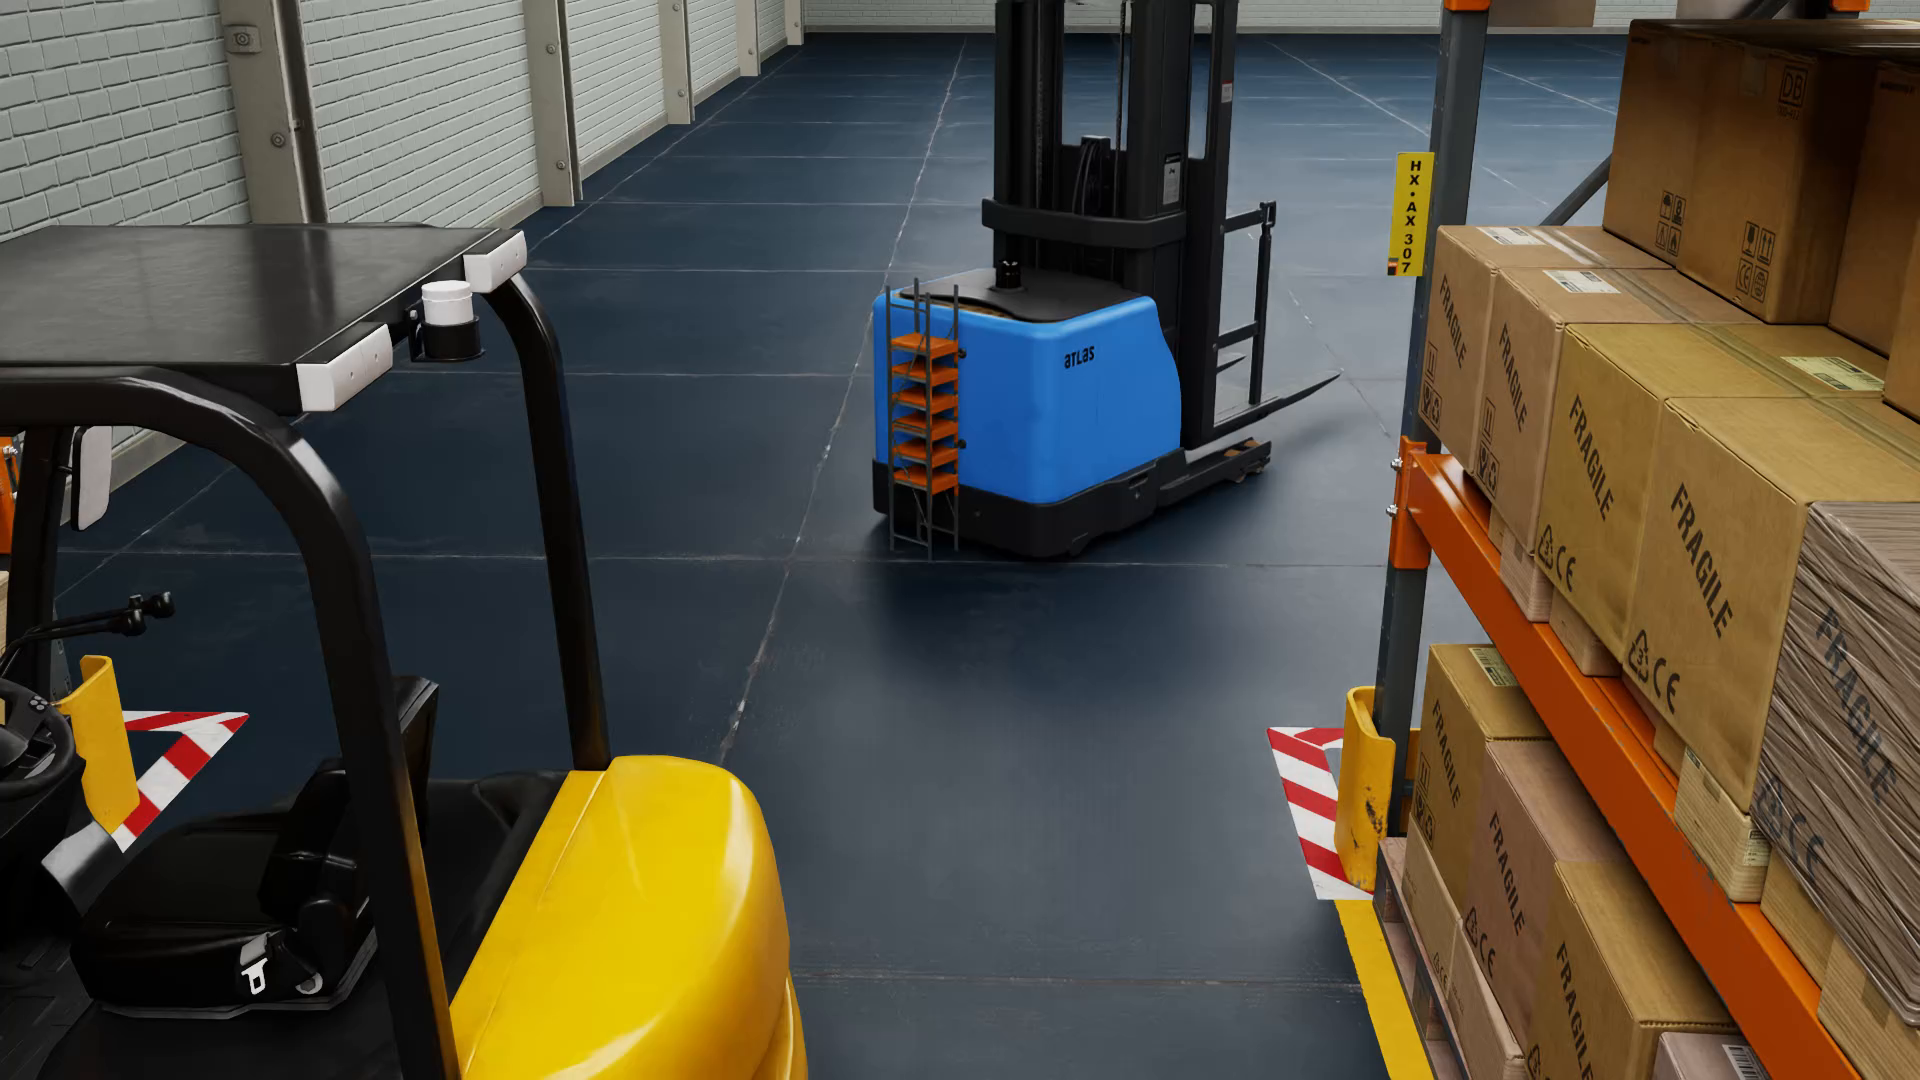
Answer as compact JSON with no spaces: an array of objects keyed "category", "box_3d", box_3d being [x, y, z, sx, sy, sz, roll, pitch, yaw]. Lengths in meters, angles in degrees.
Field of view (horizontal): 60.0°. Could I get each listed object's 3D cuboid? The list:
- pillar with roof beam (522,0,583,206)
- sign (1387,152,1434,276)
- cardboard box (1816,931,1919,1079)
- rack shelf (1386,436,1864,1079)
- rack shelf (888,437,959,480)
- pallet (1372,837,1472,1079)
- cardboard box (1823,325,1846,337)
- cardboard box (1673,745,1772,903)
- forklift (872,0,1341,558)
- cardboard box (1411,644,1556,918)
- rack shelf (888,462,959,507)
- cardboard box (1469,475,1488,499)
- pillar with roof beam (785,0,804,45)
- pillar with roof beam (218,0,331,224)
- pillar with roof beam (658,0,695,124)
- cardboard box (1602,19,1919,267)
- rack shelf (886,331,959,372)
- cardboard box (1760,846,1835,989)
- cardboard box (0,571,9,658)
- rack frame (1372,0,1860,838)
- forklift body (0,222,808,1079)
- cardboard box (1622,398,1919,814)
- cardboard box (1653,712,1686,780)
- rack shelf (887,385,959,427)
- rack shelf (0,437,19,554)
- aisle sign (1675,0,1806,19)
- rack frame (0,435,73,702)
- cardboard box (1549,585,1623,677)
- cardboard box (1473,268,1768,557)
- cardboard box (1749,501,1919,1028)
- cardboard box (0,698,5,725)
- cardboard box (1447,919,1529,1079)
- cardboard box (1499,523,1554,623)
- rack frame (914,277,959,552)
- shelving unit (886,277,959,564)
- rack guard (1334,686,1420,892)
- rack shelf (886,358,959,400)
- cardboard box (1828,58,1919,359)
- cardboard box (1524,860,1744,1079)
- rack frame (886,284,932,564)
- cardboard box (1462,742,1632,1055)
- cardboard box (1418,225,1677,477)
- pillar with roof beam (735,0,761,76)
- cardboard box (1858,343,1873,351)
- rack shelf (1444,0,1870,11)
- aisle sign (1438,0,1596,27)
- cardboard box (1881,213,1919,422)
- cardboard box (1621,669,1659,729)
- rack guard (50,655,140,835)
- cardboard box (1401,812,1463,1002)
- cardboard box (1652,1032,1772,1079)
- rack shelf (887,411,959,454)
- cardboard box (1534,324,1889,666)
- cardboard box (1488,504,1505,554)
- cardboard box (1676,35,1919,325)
[{"category":"pillar with roof beam","box_3d":[0.523,-7.351,14.034,9.100,9.000,0.400,1,21,2]},{"category":"sign","box_3d":[1.196,-0.861,4.404,0.100,0.325,0.005,1,21,2]},{"category":"cardboard box","box_3d":[1.350,0.625,2.118,0.380,0.149,0.250,0,21,1]},{"category":"rack shelf","box_3d":[1.678,0.607,2.811,1.077,0.370,4.000,1,21,2]},{"category":"rack shelf","box_3d":[-0.159,-0.356,7.243,0.258,0.103,0.180,17,27,36]},{"category":"pallet","box_3d":[1.676,1.170,4.222,1.003,0.211,1.213,1,21,2]},{"category":"cardboard box","box_3d":[1.977,-0.256,3.493,0.500,0.500,0.500,1,21,2]},{"category":"cardboard box","box_3d":[1.359,0.440,2.596,0.380,0.149,0.250,1,21,2]},{"category":"forklift","box_3d":[0.920,-1.751,7.990,1.130,2.935,3.031,17,27,36]},{"category":"cardboard box","box_3d":[1.437,0.583,4.065,0.500,0.500,0.500,0,21,0]},{"category":"rack shelf","box_3d":[-0.159,-0.244,7.286,0.258,0.103,0.180,17,27,36]},{"category":"cardboard box","box_3d":[1.521,-0.213,4.280,0.380,0.149,0.250,1,21,2]},{"category":"pillar with roof beam","box_3d":[1.070,-13.859,30.807,9.100,9.000,0.400,1,21,2]},{"category":"pillar with roof beam","box_3d":[0.340,-5.181,8.443,9.100,9.000,0.400,1,21,2]},{"category":"pillar with roof beam","box_3d":[0.705,-9.520,19.625,9.100,9.000,0.400,1,21,2]},{"category":"cardboard box","box_3d":[1.941,-0.915,3.810,0.700,0.500,0.500,0,21,0]},{"category":"rack shelf","box_3d":[-0.159,-0.804,7.069,0.258,0.103,0.180,17,27,36]},{"category":"cardboard box","box_3d":[1.387,0.533,2.356,0.380,0.149,0.250,0,21,1]},{"category":"cardboard box","box_3d":[-2.925,0.285,4.485,0.500,0.250,0.500,1,21,3]},{"category":"rack frame","box_3d":[1.738,-0.451,4.545,1.000,3.000,0.127,1,21,2]},{"category":"forklift body","box_3d":[-1.457,0.597,3.017,2.313,2.155,1.214,1,21,2]},{"category":"cardboard box","box_3d":[1.413,0.087,2.608,0.500,0.500,0.500,0,21,1]},{"category":"cardboard box","box_3d":[1.425,0.349,2.829,0.380,0.149,0.250,0,21,0]},{"category":"rack shelf","box_3d":[-0.159,-0.580,7.156,0.258,0.103,0.180,17,27,36]},{"category":"rack shelf","box_3d":[-3.284,0.554,2.949,1.077,0.370,4.000,1,21,2]},{"category":"aisle sign","box_3d":[2.030,-1.682,4.124,0.394,0.787,0.004,1,21,2]},{"category":"rack frame","box_3d":[-3.223,-0.504,4.682,1.000,3.000,0.127,1,21,2]},{"category":"cardboard box","box_3d":[1.411,0.158,3.322,0.380,0.149,0.250,1,21,3]},{"category":"cardboard box","box_3d":[1.434,-0.281,3.557,0.500,0.500,0.500,1,21,3]},{"category":"cardboard box","box_3d":[1.402,0.273,2.130,0.500,0.500,0.500,1,21,3]},{"category":"cardboard box","box_3d":[-2.925,0.528,4.551,0.500,0.250,0.500,0,21,1]},{"category":"cardboard box","box_3d":[1.414,1.108,3.747,0.500,0.250,0.500,1,21,4]},{"category":"cardboard box","box_3d":[1.385,0.064,3.564,0.380,0.149,0.250,1,21,2]},{"category":"rack frame","box_3d":[-0.101,-0.535,7.249,0.240,1.200,0.006,17,27,36]},{"category":"shelving unit","box_3d":[-0.159,-0.509,7.183,0.258,1.200,0.189,17,27,36]},{"category":"rack guard","box_3d":[1.736,0.742,4.926,1.175,0.500,0.348,1,21,2]},{"category":"rack shelf","box_3d":[-0.159,-0.692,7.113,0.258,0.103,0.180,17,27,36]},{"category":"cardboard box","box_3d":[2.006,-0.547,2.860,0.700,0.500,0.500,0,21,1]},{"category":"cardboard box","box_3d":[1.402,0.953,3.110,0.500,0.500,0.500,1,21,3]},{"category":"rack frame","box_3d":[-0.217,-0.484,7.117,0.240,1.200,0.006,17,27,36]},{"category":"cardboard box","box_3d":[1.426,0.772,3.577,0.500,0.500,0.500,0,21,0]},{"category":"cardboard box","box_3d":[1.447,-0.468,4.040,0.500,0.500,0.500,0,21,1]},{"category":"pillar with roof beam","box_3d":[0.888,-11.690,25.216,9.100,9.000,0.400,1,21,2]},{"category":"cardboard box","box_3d":[1.959,-0.075,3.027,0.500,0.500,0.500,1,21,1]},{"category":"rack shelf","box_3d":[1.678,-0.791,2.269,1.077,0.370,4.000,1,21,2]},{"category":"aisle sign","box_3d":[1.430,-1.689,4.141,0.394,0.787,0.004,1,21,2]},{"category":"cardboard box","box_3d":[1.852,-0.368,2.399,0.700,0.500,0.500,1,21,1]},{"category":"cardboard box","box_3d":[1.463,0.254,3.074,0.380,0.149,0.250,1,21,3]},{"category":"rack guard","box_3d":[-3.222,0.652,5.157,1.175,0.500,0.348,1,21,2]},{"category":"cardboard box","box_3d":[1.437,0.924,4.223,0.500,0.250,0.500,0,21,1]},{"category":"cardboard box","box_3d":[1.395,1.146,2.612,0.500,0.500,0.500,2,21,4]},{"category":"rack shelf","box_3d":[-0.159,-0.468,7.199,0.258,0.103,0.180,17,27,36]},{"category":"cardboard box","box_3d":[1.420,-0.097,3.082,0.500,0.500,0.500,0,21,1]},{"category":"cardboard box","box_3d":[1.439,-0.027,3.799,0.380,0.149,0.250,0,21,0]},{"category":"cardboard box","box_3d":[1.918,-0.733,3.339,0.700,0.500,0.500,1,21,2]}]
